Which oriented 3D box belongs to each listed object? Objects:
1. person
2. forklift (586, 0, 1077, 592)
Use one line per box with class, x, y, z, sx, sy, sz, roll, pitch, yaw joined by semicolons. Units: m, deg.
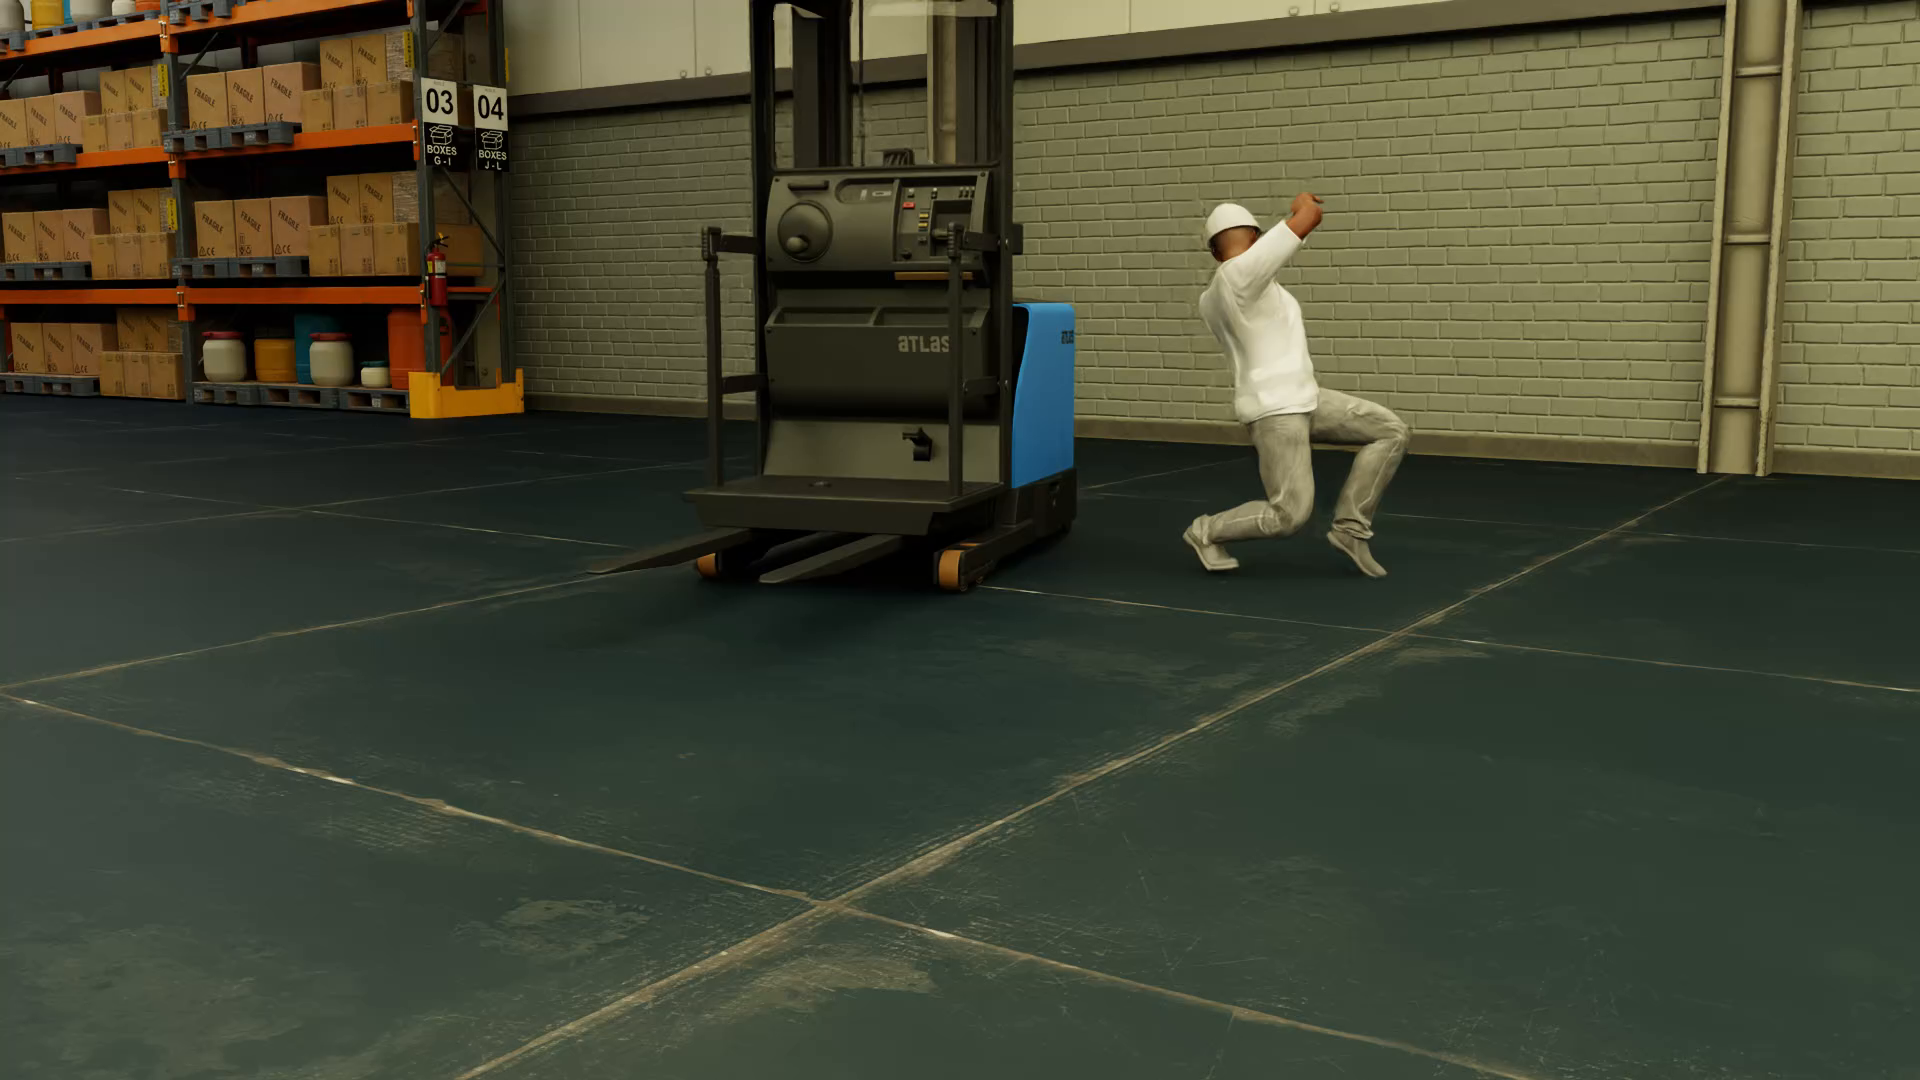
person;1.396;-0.629;6.776;0.900;1.529;1.103;3;9;19
forklift;-0.402;-1.317;6.456;1.130;2.935;3.031;3;9;18
